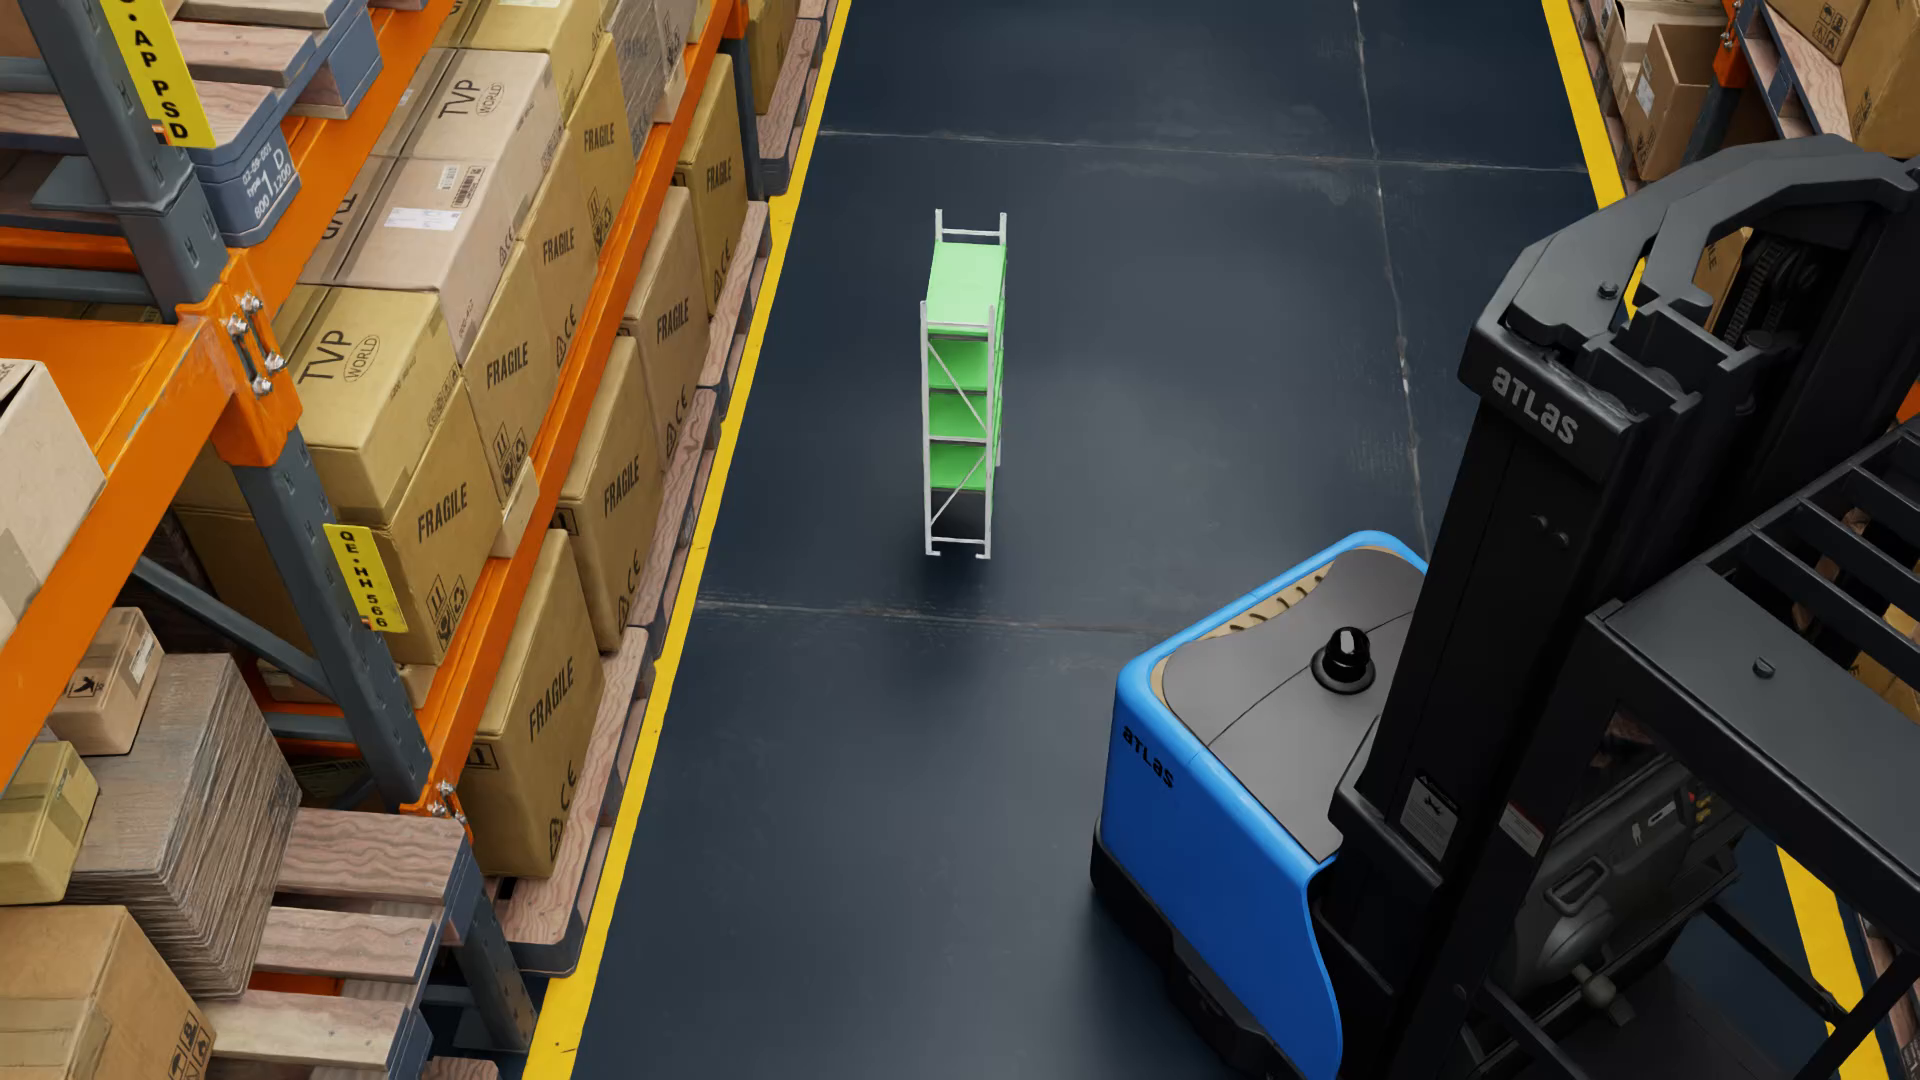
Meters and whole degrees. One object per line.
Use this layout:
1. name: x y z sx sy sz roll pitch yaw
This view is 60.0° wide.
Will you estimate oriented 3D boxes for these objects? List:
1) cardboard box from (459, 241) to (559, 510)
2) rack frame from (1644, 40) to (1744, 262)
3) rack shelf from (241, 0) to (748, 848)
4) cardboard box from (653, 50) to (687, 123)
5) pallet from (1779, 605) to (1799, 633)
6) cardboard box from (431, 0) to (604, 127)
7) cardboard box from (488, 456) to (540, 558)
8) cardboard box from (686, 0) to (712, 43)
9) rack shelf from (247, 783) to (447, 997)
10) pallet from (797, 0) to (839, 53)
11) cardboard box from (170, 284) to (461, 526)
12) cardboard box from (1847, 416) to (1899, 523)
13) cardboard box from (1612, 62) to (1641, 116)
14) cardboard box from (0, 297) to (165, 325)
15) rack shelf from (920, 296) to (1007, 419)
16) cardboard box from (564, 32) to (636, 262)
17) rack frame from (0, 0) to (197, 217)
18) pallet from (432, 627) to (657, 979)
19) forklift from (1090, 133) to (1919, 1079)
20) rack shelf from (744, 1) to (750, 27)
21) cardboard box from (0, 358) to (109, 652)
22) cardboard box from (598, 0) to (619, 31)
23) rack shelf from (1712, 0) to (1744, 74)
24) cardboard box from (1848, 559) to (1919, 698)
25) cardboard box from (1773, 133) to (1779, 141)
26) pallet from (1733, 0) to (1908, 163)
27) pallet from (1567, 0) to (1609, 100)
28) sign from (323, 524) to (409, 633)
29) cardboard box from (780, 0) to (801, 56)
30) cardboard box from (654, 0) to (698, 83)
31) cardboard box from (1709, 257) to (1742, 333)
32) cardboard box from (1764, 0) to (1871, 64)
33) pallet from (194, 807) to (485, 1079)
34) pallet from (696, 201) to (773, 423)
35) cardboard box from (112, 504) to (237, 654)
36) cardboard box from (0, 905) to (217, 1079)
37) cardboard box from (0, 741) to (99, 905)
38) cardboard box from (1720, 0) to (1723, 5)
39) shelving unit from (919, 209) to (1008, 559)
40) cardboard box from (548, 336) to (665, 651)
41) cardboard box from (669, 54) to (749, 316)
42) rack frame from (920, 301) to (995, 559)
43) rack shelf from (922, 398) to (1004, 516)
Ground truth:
1. cardboard box: -1.404 -0.448 4.344 0.500 0.500 0.500 5 48 5
2. rack frame: 3.537 -2.192 6.222 1.000 3.000 0.127 4 48 4
3. rack shelf: -1.578 -0.810 5.446 1.077 0.370 4.000 4 48 4
4. cardboard box: -1.178 -1.605 5.842 0.380 0.149 0.250 4 48 4
5. pallet: 3.392 0.248 5.880 1.003 0.211 1.213 4 48 4
6. cardboard box: -1.332 -1.432 4.736 0.500 0.250 0.500 3 48 3
7. cardboard box: -1.360 -0.106 4.471 0.380 0.149 0.250 5 48 5
8. cardboard box: -1.144 -1.990 6.194 0.380 0.149 0.250 5 48 4
9. rack shelf: -1.943 2.129 2.757 1.077 0.370 4.000 4 48 4
10. pallet: -1.140 -3.034 8.882 1.003 0.211 1.213 4 48 4
11. cardboard box: -1.460 -0.315 3.714 0.500 0.250 0.500 5 48 4
12. cardboard box: 3.114 -0.308 5.386 0.500 0.250 0.500 3 48 3
13. cardboard box: 3.281 -2.096 7.768 0.380 0.149 0.250 4 48 4
14. cardboard box: -1.978 -0.328 3.726 0.500 0.250 0.500 5 48 5
15. rack shelf: 0.015 -0.645 5.789 0.258 0.148 0.480 4 48 4
16. cardboard box: -1.318 -1.196 5.028 0.500 0.500 0.500 5 48 5
17. rack frame: -1.761 -1.608 1.622 1.000 3.000 0.127 4 48 4
18. pallet: -1.614 0.784 5.390 1.003 0.211 1.213 4 48 4
19. forklift: 1.657 0.779 3.551 1.130 2.935 3.031 -27 53 -23
20. rack shelf: -1.214 -3.749 8.134 1.077 0.370 4.000 4 48 4
21. cardboard box: -1.557 -0.025 2.254 0.500 0.311 0.500 4 48 4
22. cardboard box: -1.287 -1.806 5.078 0.500 0.250 0.500 5 48 4
23. rack shelf: 3.720 -3.419 7.832 1.077 0.370 4.000 4 48 4
24. cardboard box: 3.072 0.359 5.285 0.500 0.500 0.500 2 48 2
25. cardboard box: 3.791 -1.727 7.321 0.500 0.311 0.500 4 48 4
26. pallet: 3.356 -1.548 5.763 1.003 0.211 1.213 4 48 4
27. pallet: 3.709 -2.655 8.535 1.003 0.211 1.213 4 48 4
28. sign: -1.219 0.082 3.411 0.100 0.325 0.005 4 48 4
29. cardboard box: -1.177 -2.732 8.126 0.700 0.500 0.500 3 48 3
30. cardboard box: -1.224 -1.932 5.701 0.500 0.500 0.500 4 48 4
31. cardboard box: 3.213 -0.765 6.313 0.500 0.500 0.500 4 48 4
32. cardboard box: 3.271 -2.035 5.726 0.700 0.500 0.500 -11 48 -10
33. pallet: -1.719 1.012 3.421 1.213 0.211 1.003 4 48 4
34. pallet: -1.391 -1.009 7.030 1.003 0.211 1.213 4 48 4
35. cardboard box: -1.980 -0.089 4.016 0.500 0.500 0.500 4 48 4
36. cardboard box: -1.817 0.993 2.943 0.700 0.500 0.500 0 48 0
37. cardboard box: -1.777 0.509 2.947 0.380 0.149 0.250 -3 48 -3
38. cardboard box: 3.703 -2.879 8.244 0.797 0.503 0.637 4 48 4
39. shelving unit: 0.015 -0.527 5.919 0.258 1.200 0.503 4 48 4
40. cardboard box: -1.477 -0.174 5.549 0.750 0.750 0.750 4 48 3
41. cardboard box: -1.326 -1.452 6.718 0.750 0.750 0.750 4 48 4
42. rack frame: -0.007 -0.347 5.755 0.240 1.200 0.015 4 48 4
43. rack shelf: 0.015 -0.321 6.143 0.258 0.148 0.480 4 48 4
